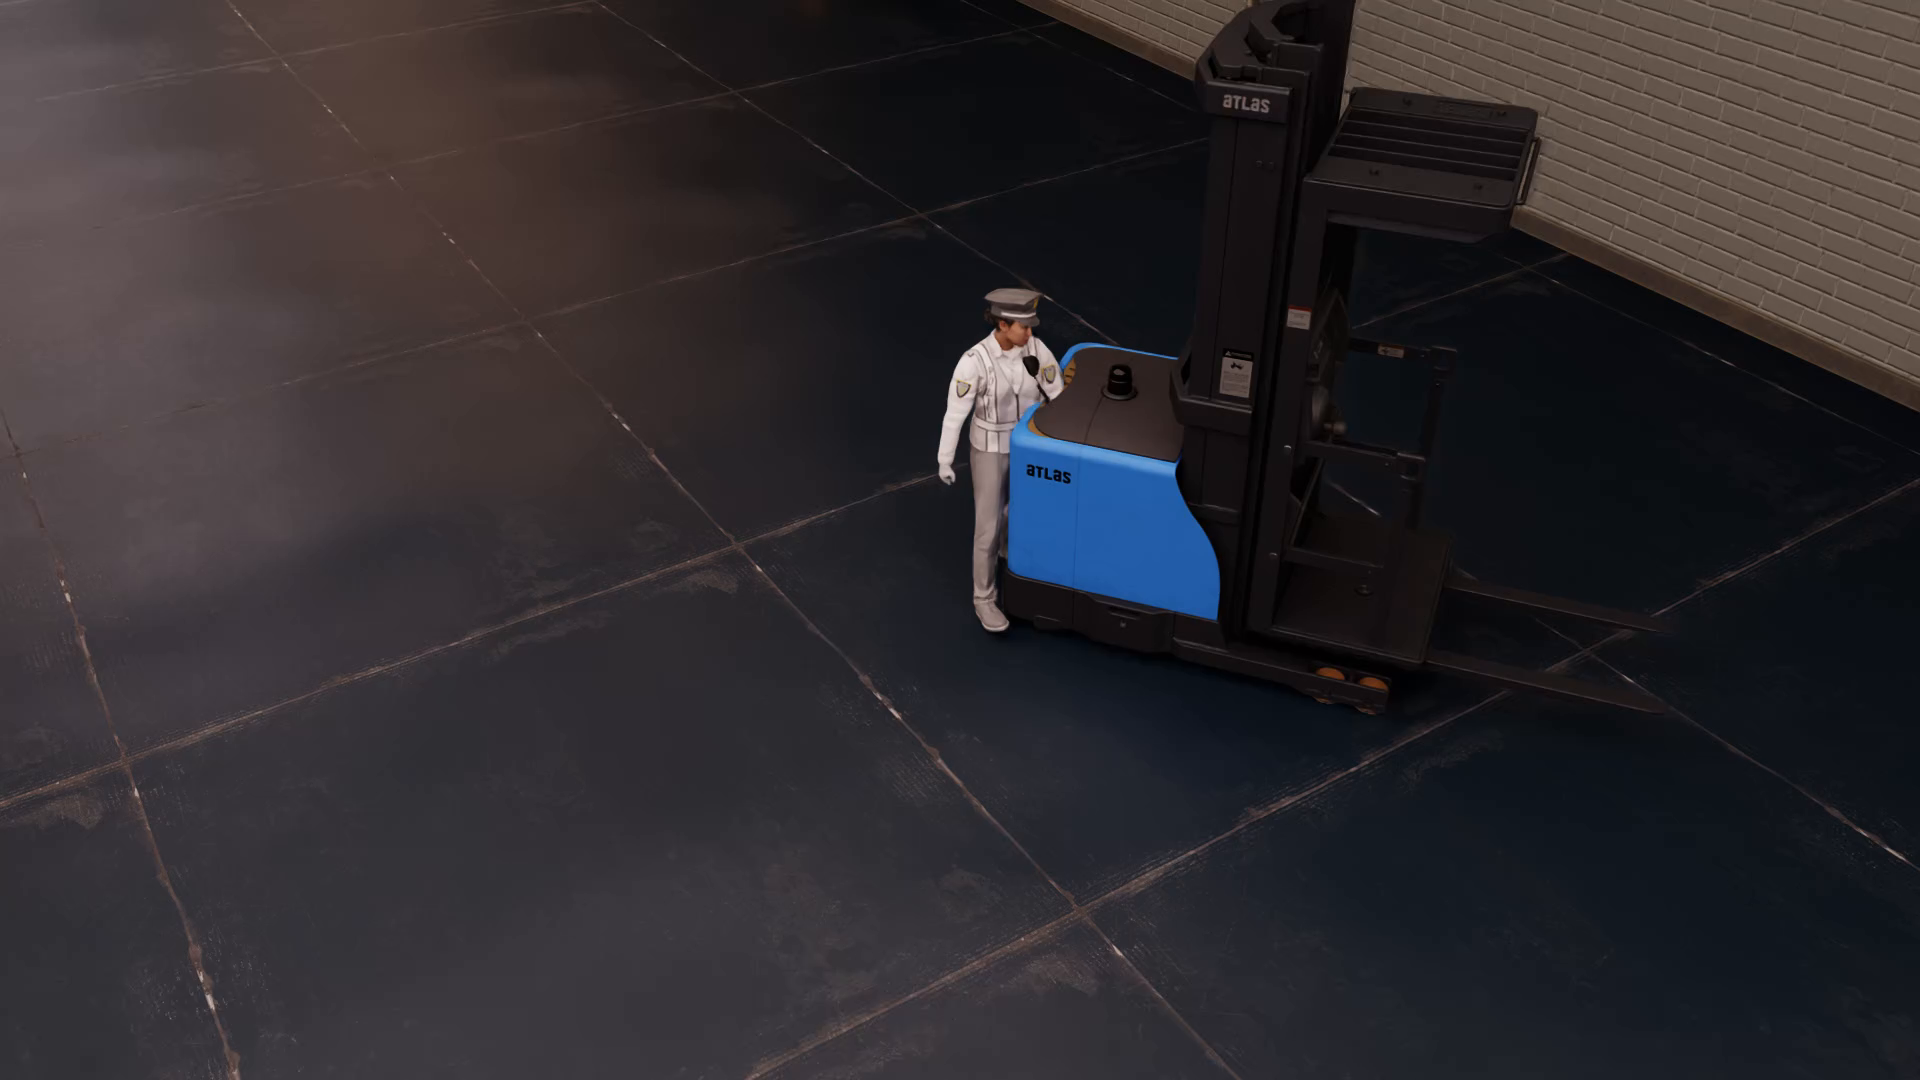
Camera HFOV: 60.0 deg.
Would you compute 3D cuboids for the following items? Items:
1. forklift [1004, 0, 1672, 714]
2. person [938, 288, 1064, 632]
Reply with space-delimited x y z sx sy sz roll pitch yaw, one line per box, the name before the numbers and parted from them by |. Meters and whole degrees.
forklift | 1.784 -0.754 7.221 3.031 2.935 1.130 13 37 17
person | 0.209 -0.391 7.909 0.614 1.612 0.785 -14 38 -19
